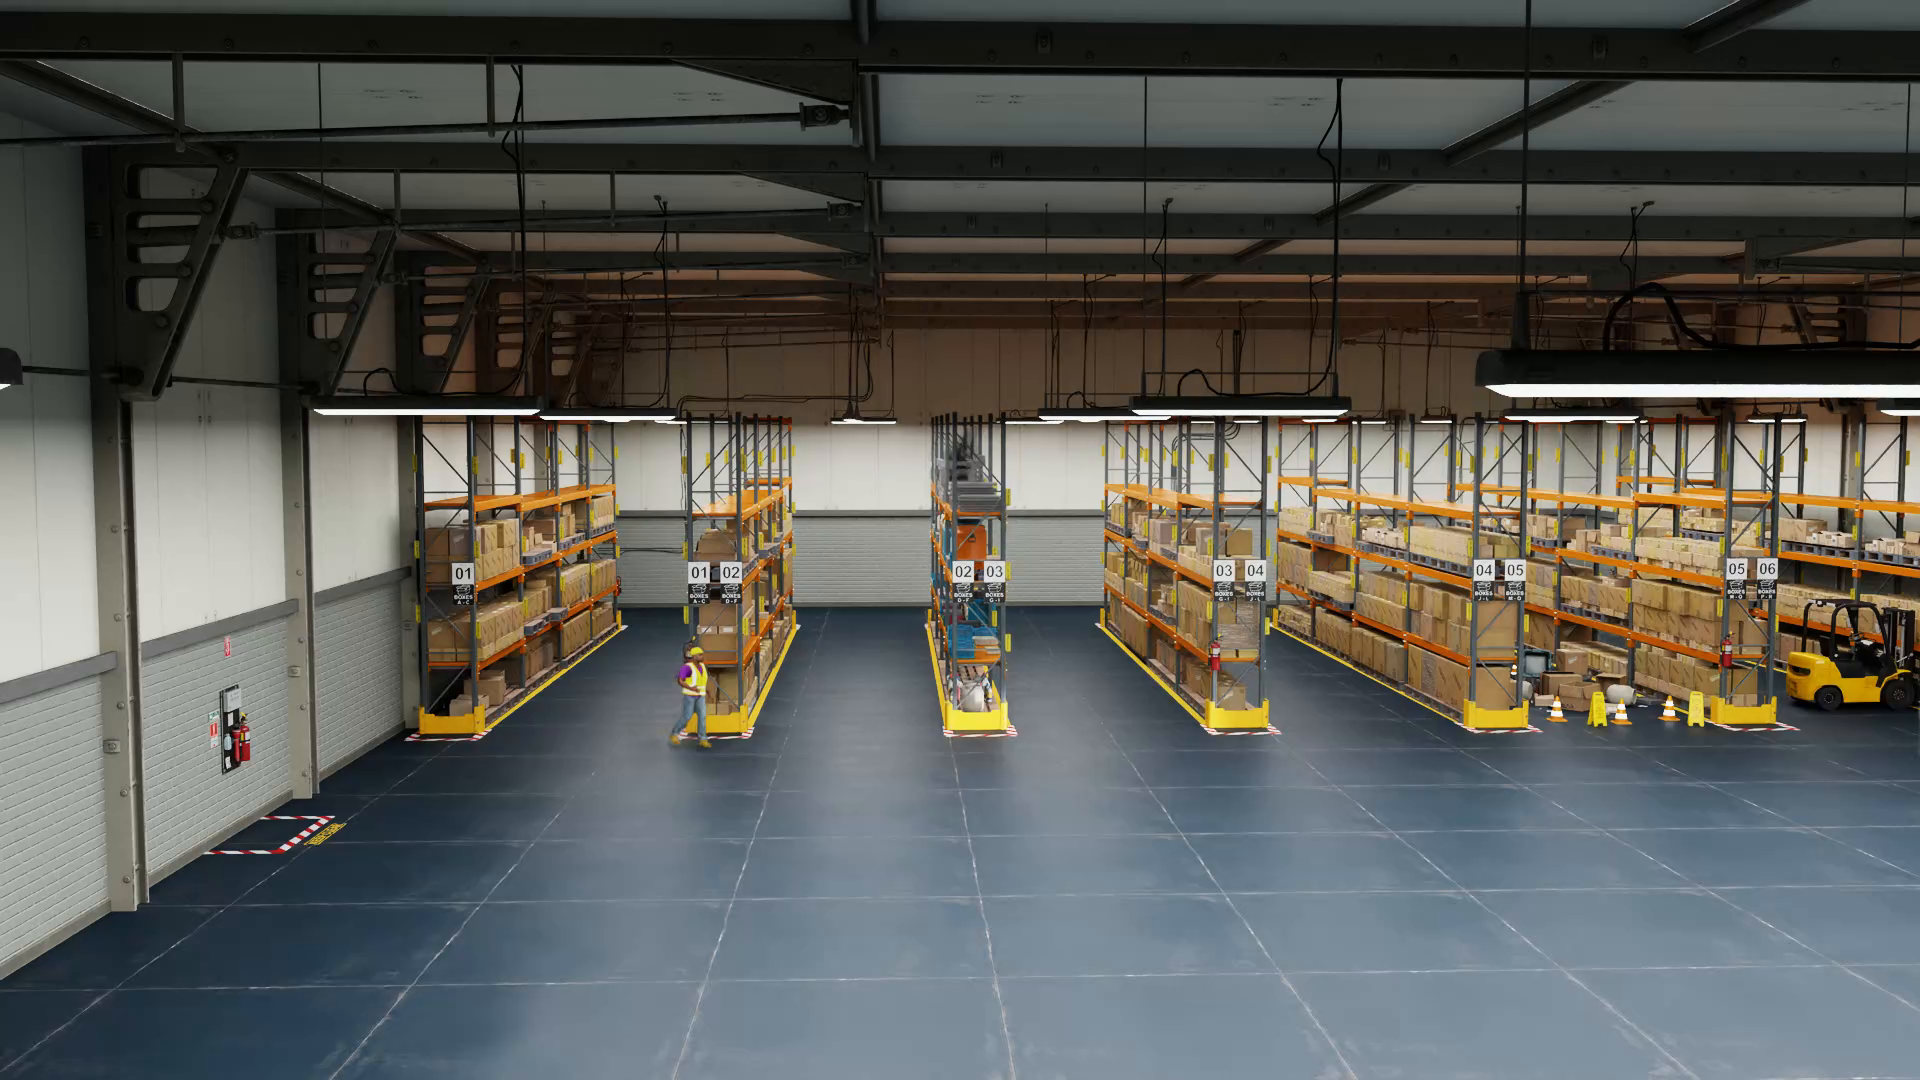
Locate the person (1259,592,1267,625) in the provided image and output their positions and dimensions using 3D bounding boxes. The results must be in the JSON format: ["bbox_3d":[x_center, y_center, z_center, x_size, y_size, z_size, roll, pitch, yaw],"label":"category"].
[{"bbox_3d":[7.998,1.811,45.053,0.670,1.727,0.904,0,4,-2],"label":"person"}]

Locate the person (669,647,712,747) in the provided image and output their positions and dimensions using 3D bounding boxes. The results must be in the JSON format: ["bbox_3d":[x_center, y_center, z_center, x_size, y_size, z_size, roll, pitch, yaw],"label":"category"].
[{"bbox_3d":[-4.708,2.800,29.806,0.938,1.724,0.759,3,5,39],"label":"person"}]
